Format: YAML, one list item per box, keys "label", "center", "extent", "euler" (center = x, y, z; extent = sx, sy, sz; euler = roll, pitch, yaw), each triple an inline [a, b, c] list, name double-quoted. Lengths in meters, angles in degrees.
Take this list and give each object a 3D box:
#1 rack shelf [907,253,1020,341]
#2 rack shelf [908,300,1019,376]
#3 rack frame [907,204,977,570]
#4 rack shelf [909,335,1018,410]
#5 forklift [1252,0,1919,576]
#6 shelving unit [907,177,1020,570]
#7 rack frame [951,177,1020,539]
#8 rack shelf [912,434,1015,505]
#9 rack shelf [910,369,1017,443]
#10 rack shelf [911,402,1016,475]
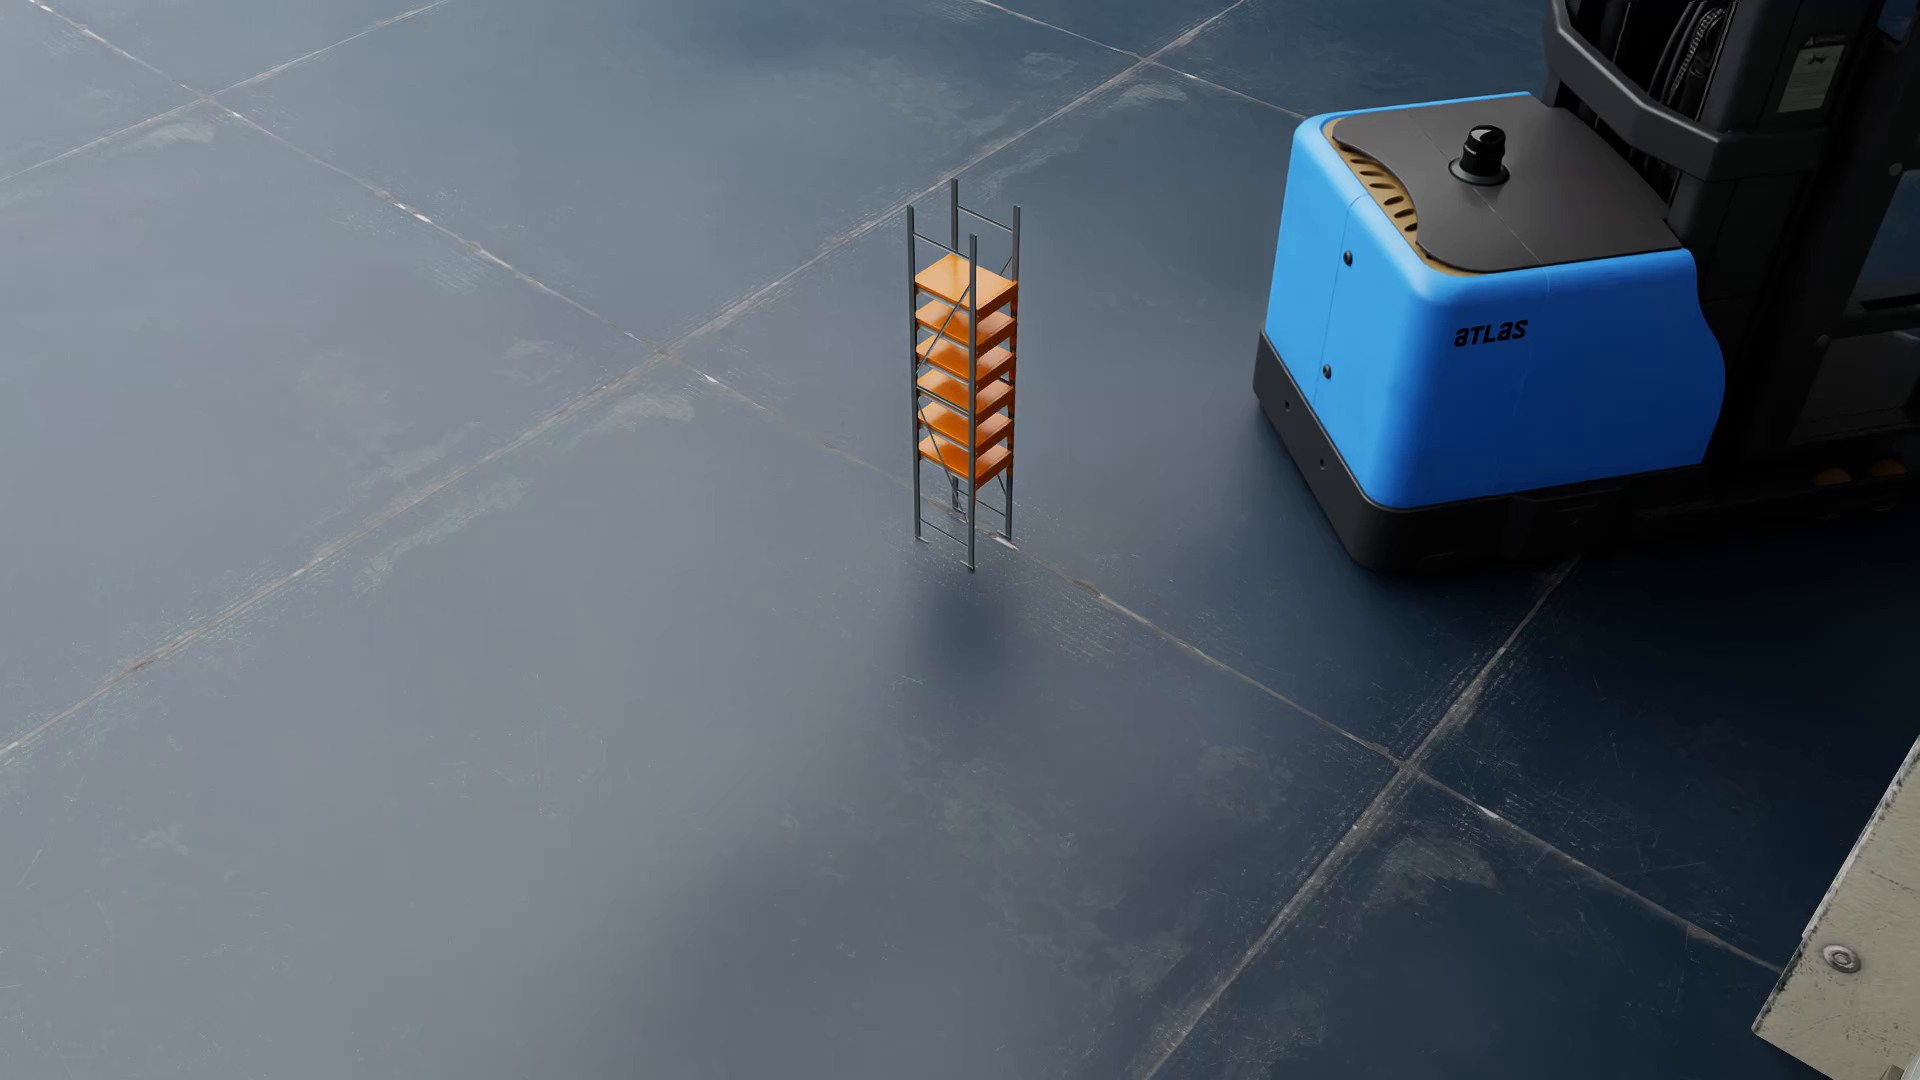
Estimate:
- label: "rack shelf"
  center: [0.009, -0.685, 4.642]
  extent: [0.258, 0.103, 0.180]
  euler: [29, 50, 28]
- label: "rack shelf"
  center: [0.009, -0.596, 4.723]
  extent: [0.258, 0.103, 0.180]
  euler: [29, 50, 28]
- label: "rack frame"
  center: [-0.050, -0.404, 4.803]
  extent: [0.240, 1.200, 0.006]
  euler: [29, 50, 28]
- label: "rack shelf"
  center: [0.009, -0.507, 4.804]
  extent: [0.258, 0.103, 0.180]
  euler: [29, 50, 28]
- label: "forklift"
  center: [2.578, -1.489, 4.709]
  extent: [3.031, 2.935, 1.130]
  euler: [-9, 43, -9]
- label: "shelving unit"
  center: [0.009, -0.451, 4.855]
  extent: [0.258, 1.200, 0.189]
  euler: [29, 50, 28]
- label: "rack frame"
  center: [0.068, -0.499, 4.906]
  extent: [0.240, 1.200, 0.006]
  euler: [29, 50, 28]
- label: "rack shelf"
  center: [0.009, -0.241, 5.046]
  extent: [0.258, 0.103, 0.180]
  euler: [29, 50, 28]
- label: "rack shelf"
  center: [0.009, -0.419, 4.884]
  extent: [0.258, 0.103, 0.180]
  euler: [29, 50, 28]
- label: "rack shelf"
  center: [0.009, -0.330, 4.965]
  extent: [0.258, 0.103, 0.180]
  euler: [29, 50, 28]
